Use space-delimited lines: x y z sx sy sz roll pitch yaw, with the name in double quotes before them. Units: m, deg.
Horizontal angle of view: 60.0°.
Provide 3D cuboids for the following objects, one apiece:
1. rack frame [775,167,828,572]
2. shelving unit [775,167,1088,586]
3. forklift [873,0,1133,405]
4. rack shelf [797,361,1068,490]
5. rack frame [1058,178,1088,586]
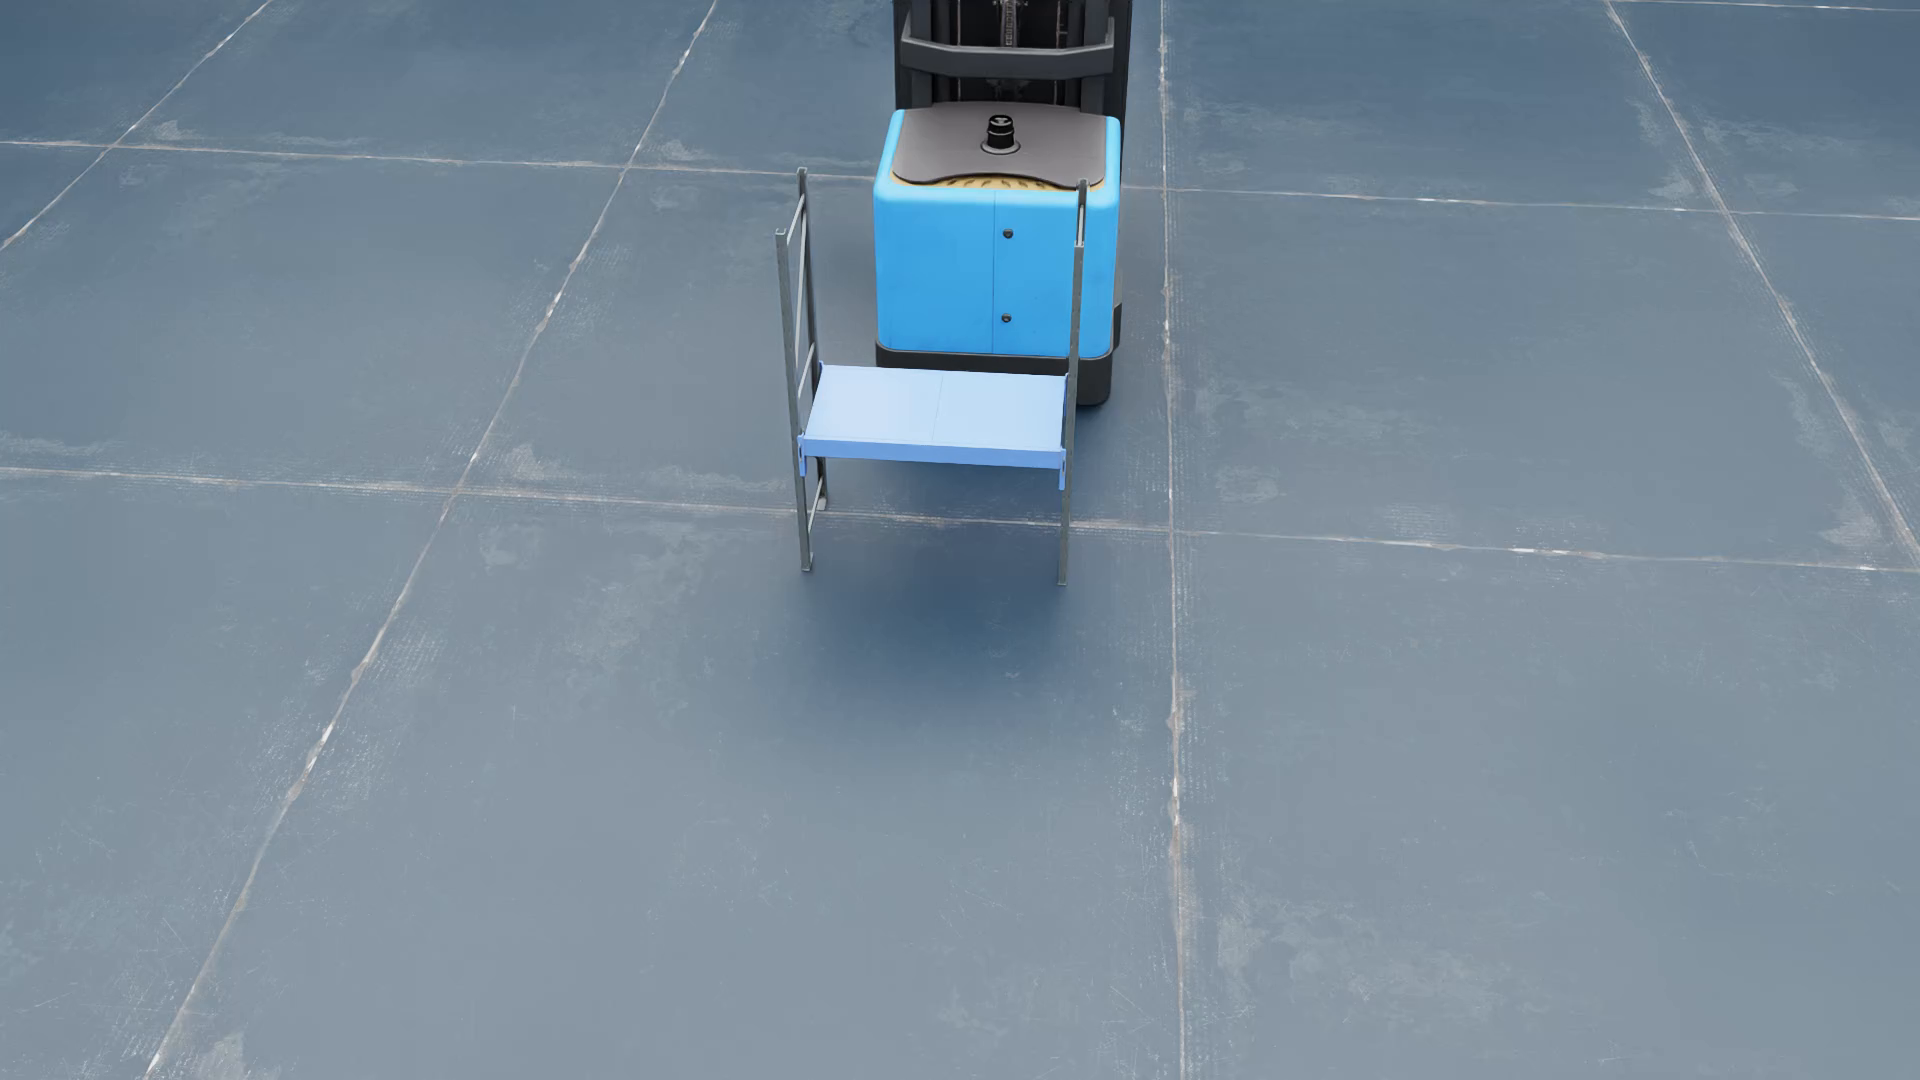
"rack frame" -0.591 -0.614 6.316 0.032 1.500 0.500 3 39 4
"shelving unit" -0.085 -0.586 6.282 1.048 1.500 0.538 3 39 4
"forklift" 0.259 -2.652 7.686 1.130 2.935 3.031 3 39 3
"rack shelf" -0.085 -0.447 6.396 1.000 0.185 0.538 3 39 4
"rack frame" 0.421 -0.559 6.248 0.032 1.500 0.500 3 39 4
